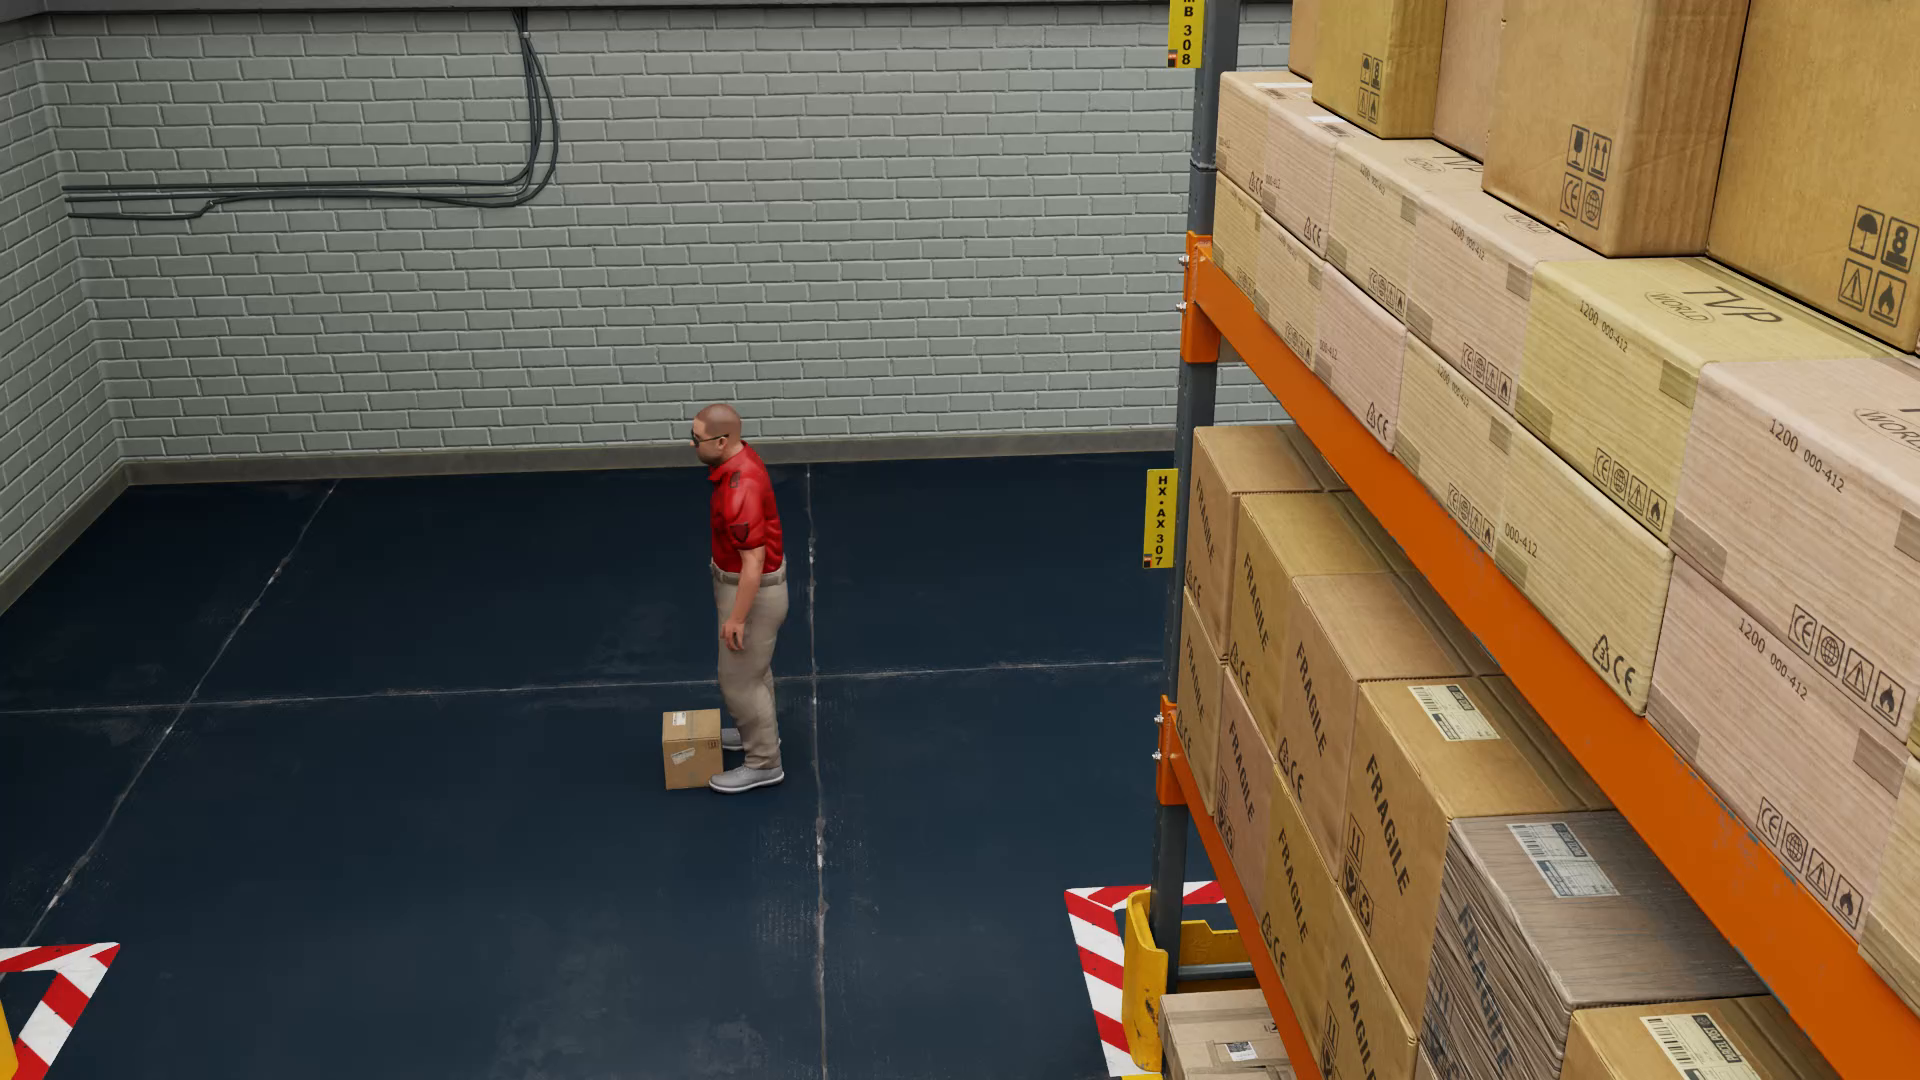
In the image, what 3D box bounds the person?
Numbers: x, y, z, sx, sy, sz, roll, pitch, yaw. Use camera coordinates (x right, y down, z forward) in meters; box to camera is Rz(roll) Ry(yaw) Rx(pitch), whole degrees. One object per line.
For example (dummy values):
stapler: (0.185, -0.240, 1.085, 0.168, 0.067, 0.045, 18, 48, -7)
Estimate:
person: (-0.926, 0.232, 7.083, 0.384, 1.728, 0.603, -3, 24, -7)
